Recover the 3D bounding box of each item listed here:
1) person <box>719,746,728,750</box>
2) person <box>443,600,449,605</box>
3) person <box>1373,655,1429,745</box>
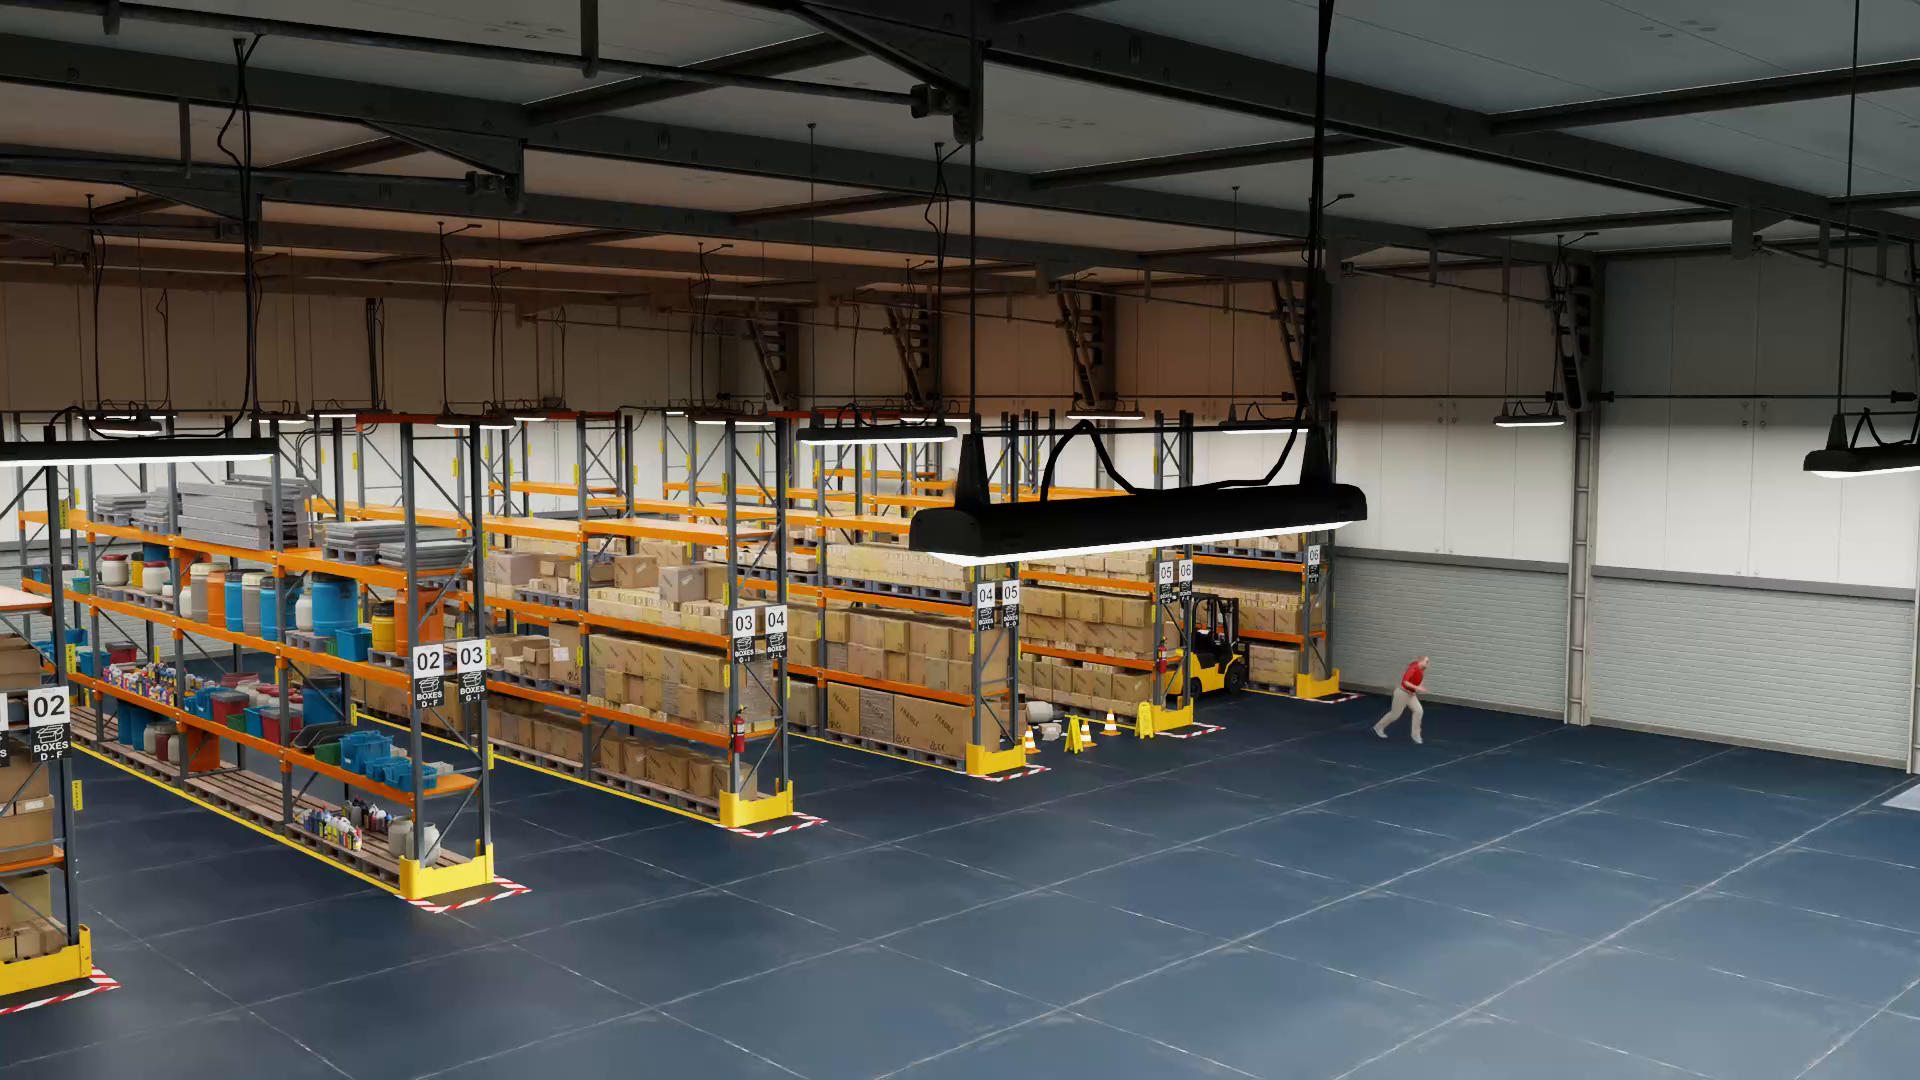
[{"bbox_3d":[-4.538,2.943,29.911,0.921,1.592,0.564,2,5,24],"label":"person"},{"bbox_3d":[-11.832,2.210,38.159,0.602,1.653,0.935,-1,5,-12],"label":"person"},{"bbox_3d":[8.083,2.906,30.445,1.007,1.697,0.707,3,6,32],"label":"person"}]
